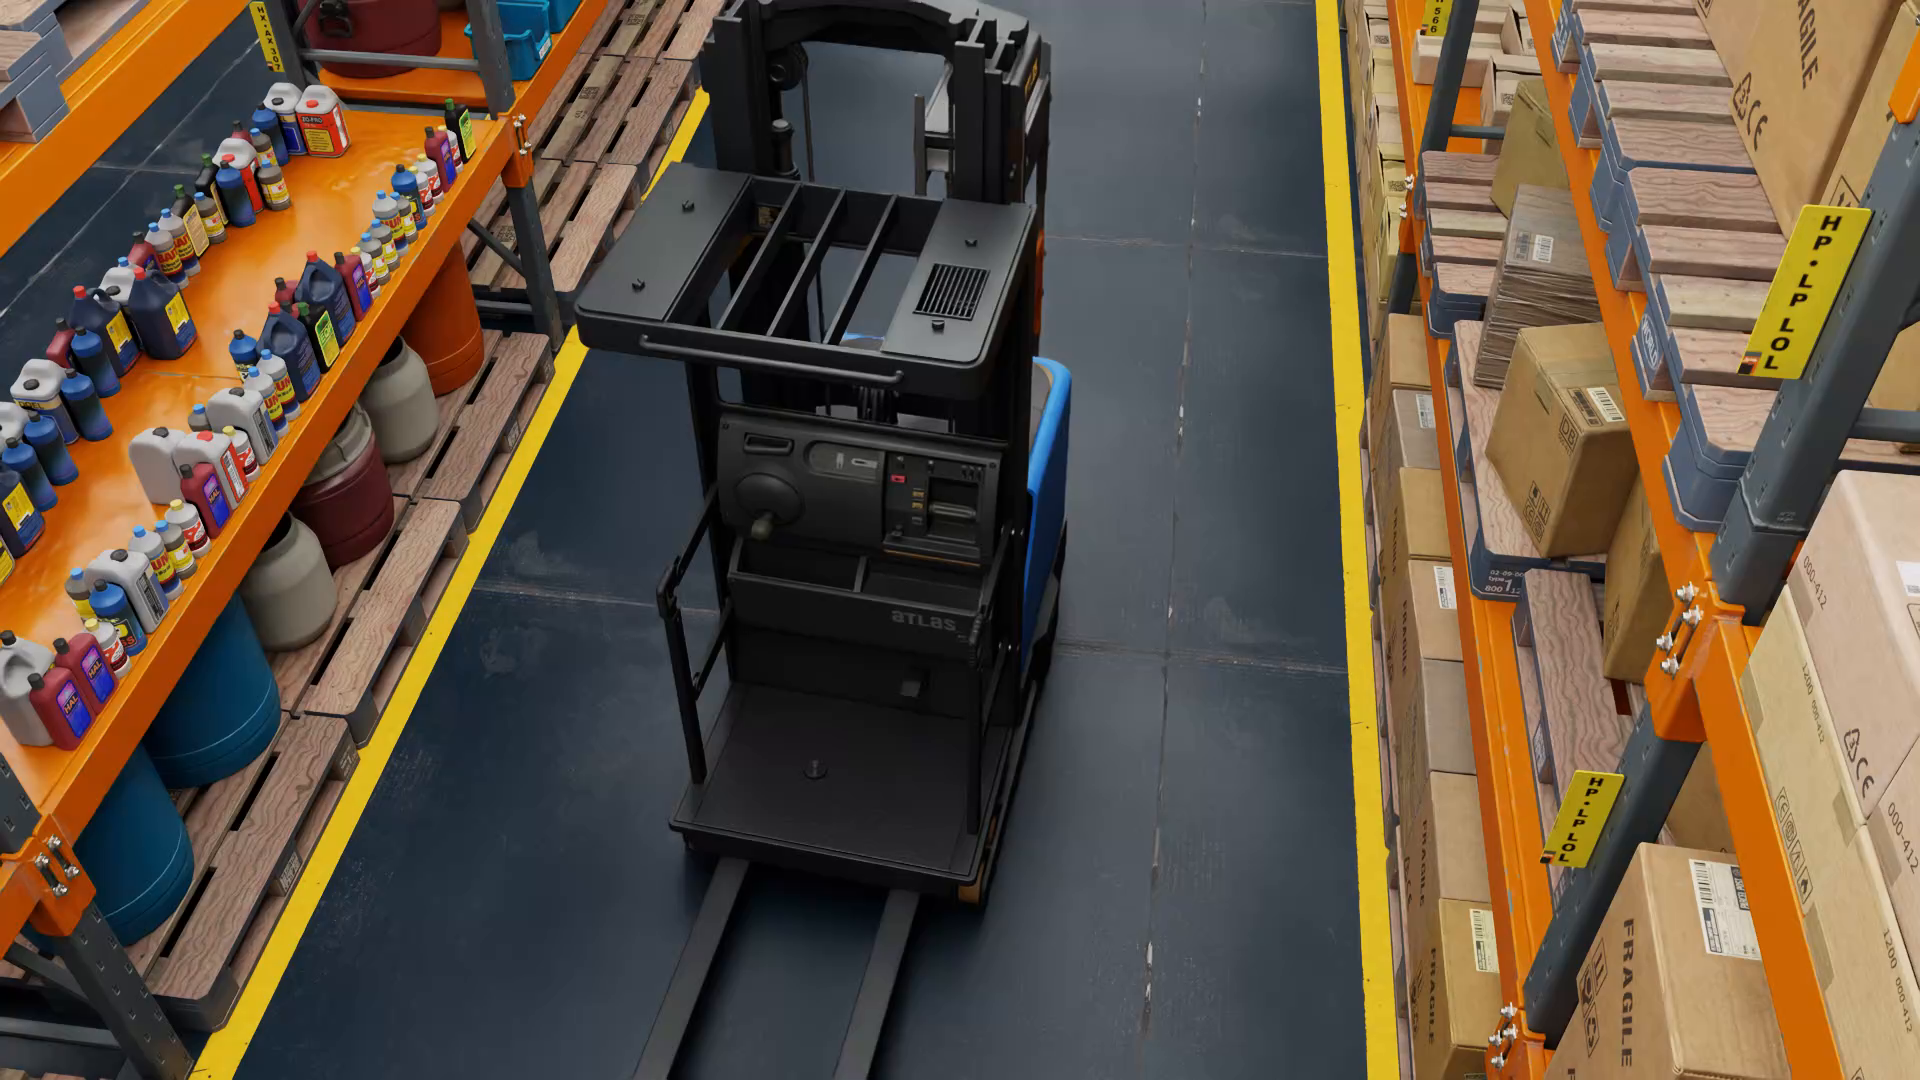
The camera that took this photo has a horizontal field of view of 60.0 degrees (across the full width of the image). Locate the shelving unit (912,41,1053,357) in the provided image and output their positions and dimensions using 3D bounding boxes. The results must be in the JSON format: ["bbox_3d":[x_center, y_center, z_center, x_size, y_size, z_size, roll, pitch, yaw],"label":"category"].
[{"bbox_3d":[0.089,-0.946,6.744,0.431,2.100,0.503,9,44,9],"label":"shelving unit"}]

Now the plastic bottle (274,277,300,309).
[{"bbox_3d":[-2.434,-0.854,6.077,0.061,0.283,0.133,5,44,6],"label":"plastic bottle"}]

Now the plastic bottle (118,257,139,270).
[{"bbox_3d":[-3.057,-0.926,6.162,0.097,0.271,0.097,0,43,0],"label":"plastic bottle"}]

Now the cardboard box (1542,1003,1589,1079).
[{"bbox_3d":[1.559,1.363,3.578,0.500,0.500,0.500,6,44,7],"label":"cardboard box"}]

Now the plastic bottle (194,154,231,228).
[{"bbox_3d":[-2.986,-1.392,6.645,0.061,0.283,0.133,5,44,6],"label":"plastic bottle"}]

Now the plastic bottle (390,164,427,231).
[{"bbox_3d":[-2.205,-1.374,6.635,0.097,0.271,0.097,0,43,0],"label":"plastic bottle"}]

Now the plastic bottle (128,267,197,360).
[{"bbox_3d":[-2.902,-0.843,6.017,0.144,0.351,0.185,5,44,6],"label":"plastic bottle"}]

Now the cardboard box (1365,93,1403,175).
[{"bbox_3d":[2.382,-2.085,8.579,0.500,0.311,0.500,5,44,5],"label":"cardboard box"}]

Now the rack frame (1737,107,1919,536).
[{"bbox_3d":[1.896,-1.102,1.891,1.000,3.000,0.127,5,44,6],"label":"rack frame"}]

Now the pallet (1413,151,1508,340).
[{"bbox_3d":[2.405,-1.111,6.404,1.213,0.211,1.003,5,44,6],"label":"pallet"}]

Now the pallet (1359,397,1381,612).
[{"bbox_3d":[2.289,-0.131,7.258,1.003,0.211,1.213,5,44,6],"label":"pallet"}]

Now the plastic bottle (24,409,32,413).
[{"bbox_3d":[-3.161,-0.368,5.624,0.097,0.201,0.097,0,43,0],"label":"plastic bottle"}]

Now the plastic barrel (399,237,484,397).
[{"bbox_3d":[-2.532,-1.132,7.559,0.600,0.830,0.708,5,44,6],"label":"plastic barrel"}]

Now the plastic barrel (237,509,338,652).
[{"bbox_3d":[-2.668,0.146,6.440,0.421,0.512,0.421,0,43,0],"label":"plastic barrel"}]

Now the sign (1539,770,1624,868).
[{"bbox_3d":[1.345,0.608,3.606,0.100,0.325,0.005,5,44,6],"label":"sign"}]

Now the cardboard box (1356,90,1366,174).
[{"bbox_3d":[2.452,-2.229,9.139,0.500,0.250,0.500,6,44,6],"label":"cardboard box"}]

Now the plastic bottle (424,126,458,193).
[{"bbox_3d":[-2.146,-1.588,6.853,0.061,0.283,0.133,5,44,6],"label":"plastic bottle"}]

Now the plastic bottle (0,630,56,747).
[{"bbox_3d":[-2.640,0.404,4.700,0.144,0.351,0.185,5,44,6],"label":"plastic bottle"}]

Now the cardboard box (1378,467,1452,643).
[{"bbox_3d":[1.947,0.081,6.503,0.500,0.500,0.500,5,44,5],"label":"cardboard box"}]

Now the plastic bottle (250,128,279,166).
[{"bbox_3d":[-2.917,-1.622,6.948,0.097,0.201,0.097,0,43,0],"label":"plastic bottle"}]

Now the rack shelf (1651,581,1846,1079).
[{"bbox_3d":[1.632,1.612,1.730,1.077,0.370,4.000,5,44,6],"label":"rack shelf"}]

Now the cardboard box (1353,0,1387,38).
[{"bbox_3d":[2.581,-3.134,9.686,0.500,0.311,0.500,5,44,5],"label":"cardboard box"}]

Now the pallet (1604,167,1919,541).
[{"bbox_3d":[2.052,-0.382,3.449,1.213,0.211,1.003,5,44,6],"label":"pallet"}]

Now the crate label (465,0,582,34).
[{"bbox_3d":[-2.085,-2.768,7.988,0.502,0.435,0.616,5,44,6],"label":"crate label"}]

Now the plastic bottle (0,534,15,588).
[{"bbox_3d":[-3.073,-0.001,5.128,0.144,0.351,0.185,5,44,6],"label":"plastic bottle"}]

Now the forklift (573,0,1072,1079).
[{"bbox_3d":[-0.377,-0.065,5.209,1.130,2.935,3.031,9,44,9],"label":"forklift"}]

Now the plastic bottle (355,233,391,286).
[{"bbox_3d":[-2.256,-1.083,6.379,0.097,0.201,0.097,0,43,0],"label":"plastic bottle"}]

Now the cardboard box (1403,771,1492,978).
[{"bbox_3d":[1.751,1.126,5.399,0.500,0.500,0.500,5,44,6],"label":"cardboard box"}]

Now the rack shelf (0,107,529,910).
[{"bbox_3d":[-2.749,-0.478,6.119,1.077,0.370,4.000,5,44,6],"label":"rack shelf"}]

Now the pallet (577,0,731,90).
[{"bbox_3d":[-2.021,-3.277,10.580,1.003,0.211,1.213,5,44,6],"label":"pallet"}]

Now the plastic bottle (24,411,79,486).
[{"bbox_3d":[-3.023,-0.313,5.515,0.097,0.271,0.097,0,43,0],"label":"plastic bottle"}]

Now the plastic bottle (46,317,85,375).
[{"bbox_3d":[-3.133,-0.636,5.847,0.061,0.283,0.133,5,44,6],"label":"plastic bottle"}]

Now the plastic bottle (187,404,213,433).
[{"bbox_3d":[-2.547,-0.373,5.629,0.097,0.201,0.097,0,43,0],"label":"plastic bottle"}]

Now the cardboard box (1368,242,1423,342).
[{"bbox_3d":[2.253,-1.184,8.036,0.500,0.250,0.500,6,44,7],"label":"cardboard box"}]

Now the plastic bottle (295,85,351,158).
[{"bbox_3d":[-2.711,-1.778,7.058,0.152,0.276,0.135,5,44,6],"label":"plastic bottle"}]

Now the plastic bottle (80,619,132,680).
[{"bbox_3d":[-2.527,0.314,4.904,0.097,0.201,0.097,0,43,0],"label":"plastic bottle"}]

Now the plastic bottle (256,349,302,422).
[{"bbox_3d":[-2.366,-0.542,5.757,0.097,0.271,0.097,0,43,0],"label":"plastic bottle"}]

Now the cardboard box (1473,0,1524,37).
[{"bbox_3d":[2.538,-2.432,7.842,0.380,0.149,0.250,8,44,9],"label":"cardboard box"}]

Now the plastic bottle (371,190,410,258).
[{"bbox_3d":[-2.230,-1.241,6.495,0.097,0.271,0.097,0,43,0],"label":"plastic bottle"}]

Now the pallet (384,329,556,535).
[{"bbox_3d":[-2.547,-0.549,7.698,1.003,0.211,1.213,5,44,6],"label":"pallet"}]

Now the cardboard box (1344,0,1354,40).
[{"bbox_3d":[2.655,-3.277,10.246,0.500,0.250,0.500,4,44,5],"label":"cardboard box"}]

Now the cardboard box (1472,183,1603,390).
[{"bbox_3d":[2.143,-0.793,5.550,0.700,0.500,0.500,13,45,13],"label":"cardboard box"}]

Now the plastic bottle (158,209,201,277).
[{"bbox_3d":[-3.014,-1.150,6.399,0.097,0.271,0.097,0,43,0],"label":"plastic bottle"}]

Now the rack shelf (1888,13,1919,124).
[{"bbox_3d":[2.161,-2.058,3.715,1.077,0.370,4.000,5,44,6],"label":"rack shelf"}]

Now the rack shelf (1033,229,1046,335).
[{"bbox_3d":[0.089,-0.936,6.753,0.431,0.518,0.480,9,44,9],"label":"rack shelf"}]

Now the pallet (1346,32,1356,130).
[{"bbox_3d":[2.895,-2.857,10.136,1.003,0.211,1.213,5,44,6],"label":"pallet"}]

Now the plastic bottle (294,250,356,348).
[{"bbox_3d":[-2.329,-0.886,6.062,0.144,0.351,0.185,5,44,6],"label":"plastic bottle"}]

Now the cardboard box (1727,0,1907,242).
[{"bbox_3d":[2.102,-1.032,3.548,0.600,0.600,0.600,5,44,5],"label":"cardboard box"}]

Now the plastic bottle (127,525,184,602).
[{"bbox_3d":[-2.484,0.064,5.117,0.097,0.271,0.097,0,43,0],"label":"plastic bottle"}]

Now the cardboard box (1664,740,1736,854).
[{"bbox_3d":[2.180,0.585,4.094,0.700,0.500,0.500,-8,44,-9],"label":"cardboard box"}]

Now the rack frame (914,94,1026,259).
[{"bbox_3d":[0.035,-0.782,6.571,0.400,2.100,0.015,9,44,9],"label":"rack frame"}]

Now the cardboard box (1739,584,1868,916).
[{"bbox_3d":[1.587,0.351,2.647,0.500,0.250,0.500,5,44,6],"label":"cardboard box"}]

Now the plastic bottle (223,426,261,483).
[{"bbox_3d":[-2.410,-0.292,5.544,0.097,0.201,0.097,0,43,0],"label":"plastic bottle"}]

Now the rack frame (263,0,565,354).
[{"bbox_3d":[-2.484,-2.102,7.311,1.000,3.000,0.127,5,44,6],"label":"rack frame"}]
